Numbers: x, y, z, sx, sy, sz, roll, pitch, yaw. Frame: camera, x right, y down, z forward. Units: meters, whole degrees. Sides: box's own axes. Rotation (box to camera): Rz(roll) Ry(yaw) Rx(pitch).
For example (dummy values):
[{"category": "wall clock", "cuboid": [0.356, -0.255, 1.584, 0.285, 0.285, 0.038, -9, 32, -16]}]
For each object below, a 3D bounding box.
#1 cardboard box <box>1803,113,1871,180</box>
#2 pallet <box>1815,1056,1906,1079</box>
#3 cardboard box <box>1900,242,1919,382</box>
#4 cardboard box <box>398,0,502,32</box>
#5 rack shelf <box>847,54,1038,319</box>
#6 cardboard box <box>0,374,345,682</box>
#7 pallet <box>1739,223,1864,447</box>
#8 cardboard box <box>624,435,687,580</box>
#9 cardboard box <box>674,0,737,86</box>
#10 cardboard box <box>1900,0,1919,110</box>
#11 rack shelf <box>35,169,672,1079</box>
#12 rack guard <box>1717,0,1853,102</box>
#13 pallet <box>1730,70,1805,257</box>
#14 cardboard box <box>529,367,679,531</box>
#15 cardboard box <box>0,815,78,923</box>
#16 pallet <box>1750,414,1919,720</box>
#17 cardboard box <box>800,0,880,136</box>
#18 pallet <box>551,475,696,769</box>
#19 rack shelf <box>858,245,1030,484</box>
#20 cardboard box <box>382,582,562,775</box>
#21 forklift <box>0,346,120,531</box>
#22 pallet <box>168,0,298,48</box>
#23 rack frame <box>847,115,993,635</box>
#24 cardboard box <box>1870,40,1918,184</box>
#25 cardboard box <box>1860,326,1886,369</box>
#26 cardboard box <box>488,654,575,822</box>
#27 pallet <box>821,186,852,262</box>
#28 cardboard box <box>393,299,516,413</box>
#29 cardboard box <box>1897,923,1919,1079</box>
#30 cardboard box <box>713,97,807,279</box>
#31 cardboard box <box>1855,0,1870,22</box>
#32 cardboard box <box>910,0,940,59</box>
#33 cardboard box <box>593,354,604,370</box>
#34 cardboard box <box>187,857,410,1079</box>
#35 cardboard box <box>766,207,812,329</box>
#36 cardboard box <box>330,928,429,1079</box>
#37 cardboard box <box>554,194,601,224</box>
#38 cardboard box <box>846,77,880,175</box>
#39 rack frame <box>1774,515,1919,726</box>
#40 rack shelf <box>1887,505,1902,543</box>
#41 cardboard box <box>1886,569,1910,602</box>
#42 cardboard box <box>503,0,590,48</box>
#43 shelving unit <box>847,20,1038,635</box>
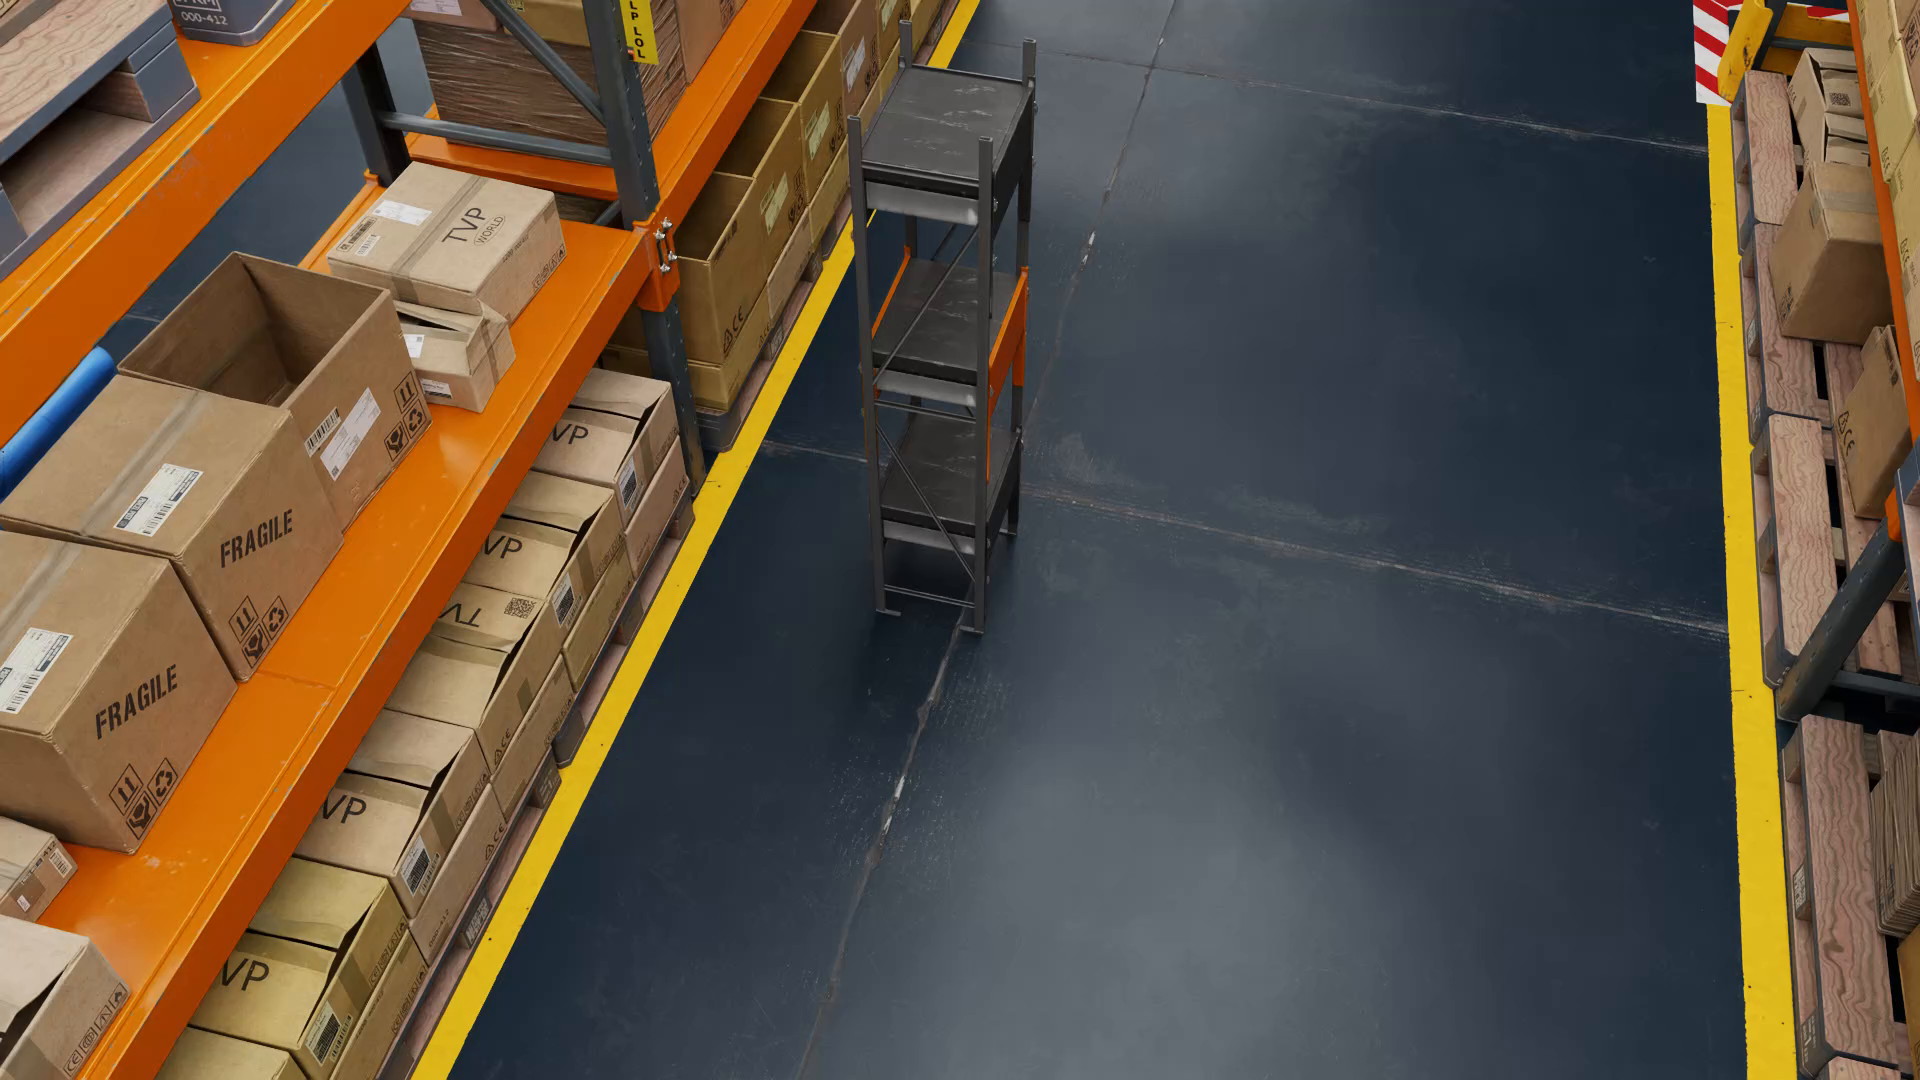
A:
[{"category": "cardboard box", "cuboid": [3.932, -1.573, 7.137, 0.500, 0.311, 0.500, 15, 50, 13]}, {"category": "pallet", "cuboid": [2.775, 2.053, 4.297, 1.003, 0.211, 1.213, 12, 50, 10]}, {"category": "cardboard box", "cuboid": [3.130, -0.678, 4.934, 0.500, 0.250, 0.500, 12, 50, 10]}, {"category": "cardboard box", "cuboid": [-1.617, -1.780, 5.321, 0.380, 0.149, 0.250, 12, 50, 10]}, {"category": "rack shelf", "cuboid": [-0.044, -1.029, 4.842, 0.431, 0.518, 0.480, 12, 50, 10]}, {"category": "cardboard box", "cuboid": [-1.971, -0.031, 4.210, 0.500, 0.500, 0.500, 12, 50, 10]}, {"category": "pallet", "cuboid": [3.760, -0.774, 6.792, 1.003, 0.211, 1.213, 12, 50, 10]}, {"category": "cardboard box", "cuboid": [-1.312, -0.165, 5.949, 0.500, 0.250, 0.500, 11, 50, 10]}, {"category": "cardboard box", "cuboid": [-1.239, -2.032, 5.976, 0.700, 0.500, 0.500, 11, 50, 10]}, {"category": "cardboard box", "cuboid": [3.393, -1.651, 5.293, 0.500, 0.500, 0.500, 10, 49, 9]}, {"category": "rack shelf", "cuboid": [-2.009, 0.391, 4.384, 1.077, 0.370, 4.000, 12, 50, 10]}, {"category": "rack guard", "cuboid": [4.331, -2.330, 7.973, 1.175, 0.500, 0.348, 12, 50, 10]}, {"category": "pallet", "cuboid": [4.083, -1.654, 7.569, 1.003, 0.211, 1.213, 12, 50, 10]}, {"category": "cardboard box", "cuboid": [-1.312, -0.359, 5.746, 0.500, 0.311, 0.500, 12, 50, 10]}, {"category": "cardboard box", "cuboid": [-2.254, 0.749, 3.756, 0.380, 0.149, 0.250, 15, 50, 13]}, {"category": "pallet", "cuboid": [3.440, 0.111, 6.011, 1.003, 0.211, 1.213, 12, 50, 10]}, {"category": "cardboard box", "cuboid": [-0.665, -2.130, 7.183, 0.500, 0.500, 0.500, 12, 50, 10]}, {"category": "pallet", "cuboid": [-1.639, 0.170, 5.959, 1.003, 0.211, 1.213, 12, 50, 10]}, {"category": "rack shelf", "cuboid": [-0.044, -0.566, 5.367, 0.431, 0.518, 0.480, 12, 50, 10]}, {"category": "cardboard box", "cuboid": [-1.577, 0.379, 5.094, 0.500, 0.311, 0.500, 11, 50, 10]}, {"category": "forklift", "cuboid": [-3.629, 0.079, 4.225, 1.130, 2.935, 3.031, 12, 50, 11]}, {"category": "pallet", "cuboid": [-1.702, -1.582, 3.773, 0.805, 0.209, 1.217, 10, 49, 9]}, {"category": "rack frame", "cuboid": [-0.108, -0.399, 5.201, 0.400, 2.100, 0.015, 12, 50, 10]}, {"category": "cardboard box", "cuboid": [3.387, -1.404, 5.575, 0.500, 0.250, 0.500, 11, 50, 10]}, {"category": "cardboard box", "cuboid": [3.738, -0.674, 6.452, 0.380, 0.149, 0.250, 8, 49, 7]}, {"category": "cardboard box", "cuboid": [-1.581, 0.570, 5.300, 0.500, 0.250, 0.500, 13, 50, 11]}, {"category": "pallet", "cuboid": [-0.913, -1.823, 7.718, 1.003, 0.211, 1.213, 12, 50, 10]}, {"category": "cardboard box", "cuboid": [-1.537, -0.577, 4.848, 0.396, 0.266, 0.258, 10, 49, 9]}, {"category": "cardboard box", "cuboid": [3.032, 1.282, 4.491, 0.700, 0.500, 0.500, 11, 49, 9]}, {"category": "cardboard box", "cuboid": [-0.934, -1.408, 6.545, 0.500, 0.500, 0.500, 12, 50, 10]}, {"category": "cardboard box", "cuboid": [3.653, -2.133, 6.218, 0.500, 0.250, 0.500, 11, 49, 9]}, {"category": "cardboard box", "cuboid": [-0.406, -2.606, 8.103, 0.500, 0.250, 0.500, 12, 50, 10]}, {"category": "cardboard box", "cuboid": [-1.571, -0.901, 6.599, 0.500, 0.250, 0.500, 12, 50, 10]}, {"category": "cardboard box", "cuboid": [-1.847, 1.114, 4.446, 0.500, 0.311, 0.500, 10, 49, 9]}, {"category": "cardboard box", "cuboid": [-0.931, -1.159, 6.826, 0.500, 0.250, 0.500, 12, 50, 10]}, {"category": "cardboard box", "cuboid": [-1.851, 1.309, 4.648, 0.500, 0.250, 0.500, 10, 49, 9]}, {"category": "cardboard box", "cuboid": [-1.428, -1.509, 6.635, 0.500, 0.500, 0.500, 12, 50, 10]}, {"category": "cardboard box", "cuboid": [-0.669, -1.882, 7.464, 0.500, 0.250, 0.500, 12, 50, 10]}, {"category": "rack frame", "cuboid": [3.298, -0.319, 4.531, 1.000, 3.000, 0.127, 12, 50, 10]}, {"category": "rack shelf", "cuboid": [2.771, 1.366, 3.524, 1.077, 0.370, 4.000, 12, 50, 10]}, {"category": "cardboard box", "cuboid": [3.410, 0.080, 5.775, 0.380, 0.166, 0.250, 6, 49, 5]}, {"category": "cardboard box", "cuboid": [-1.225, -1.697, 5.248, 0.380, 0.149, 0.250, 11, 50, 10]}, {"category": "shelving unit", "cuboid": [-0.044, -0.575, 5.357, 0.431, 2.100, 0.503, 12, 50, 10]}]
